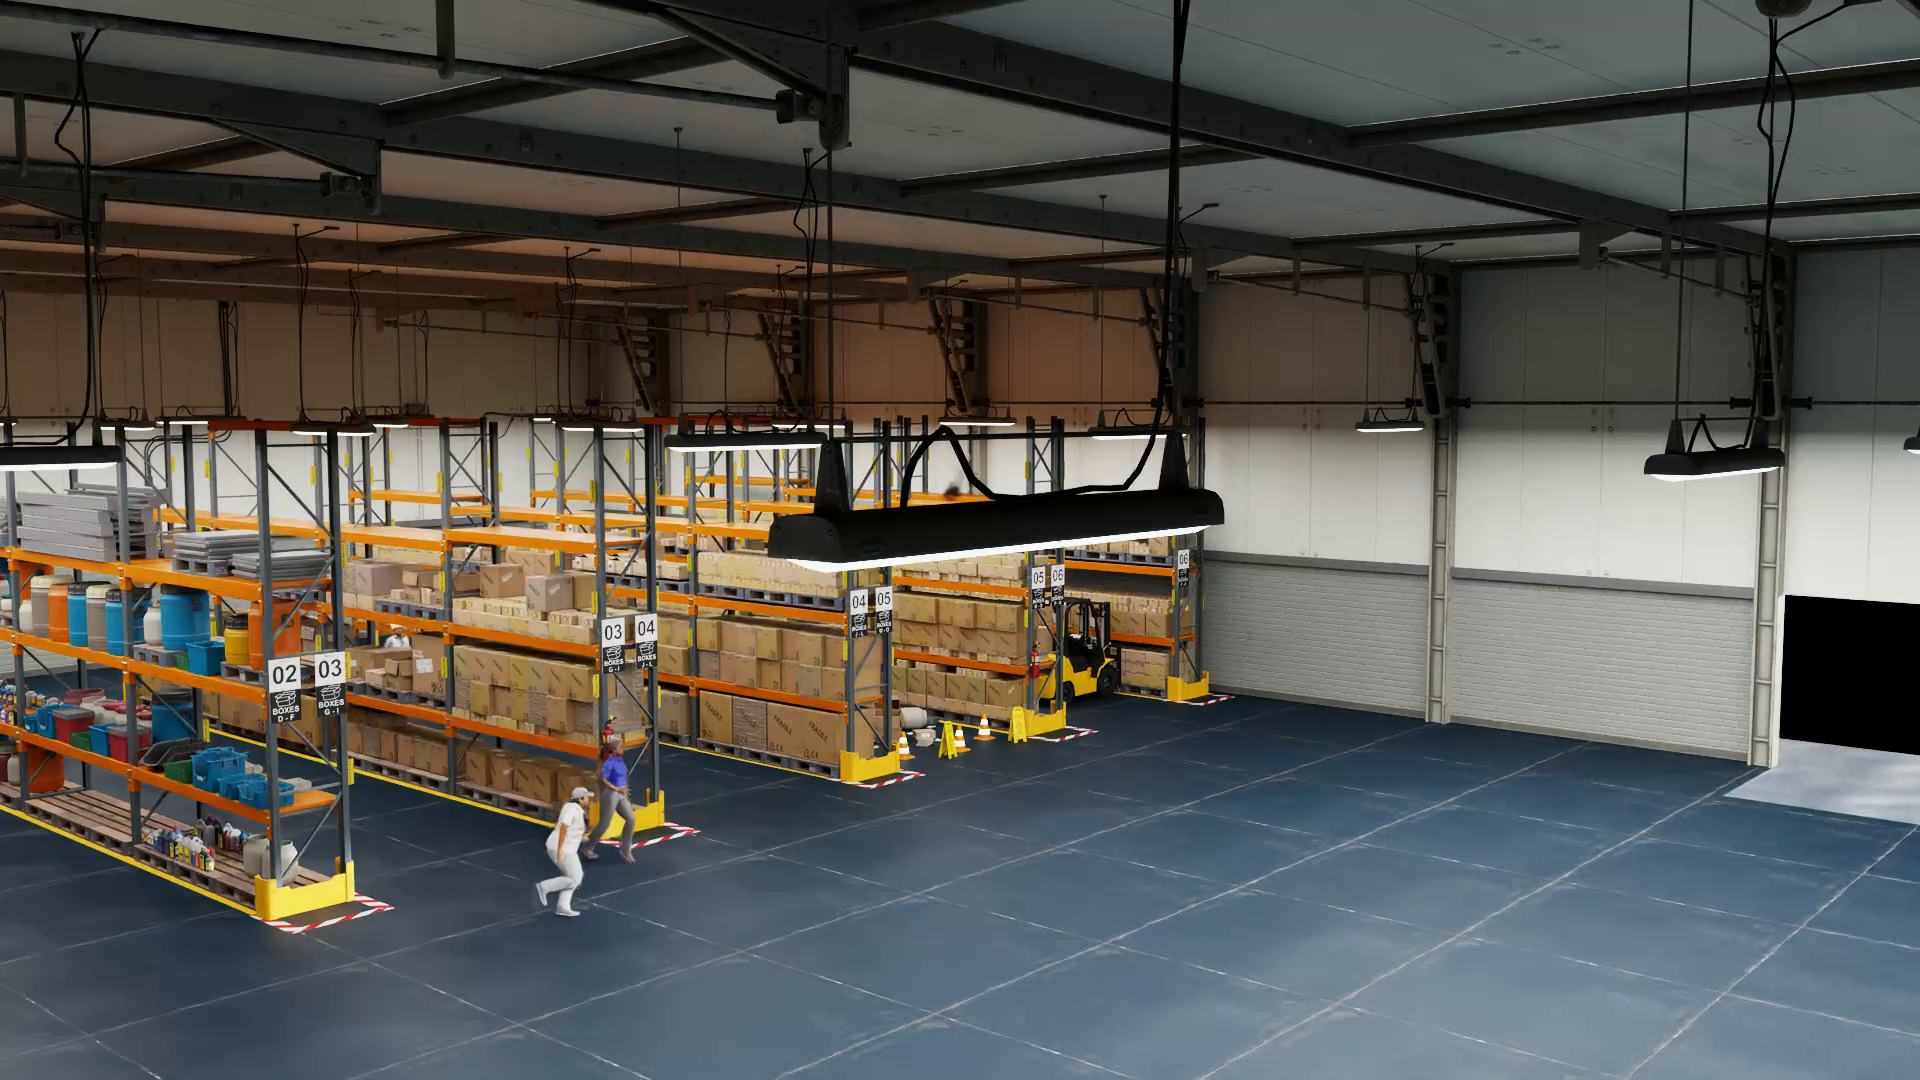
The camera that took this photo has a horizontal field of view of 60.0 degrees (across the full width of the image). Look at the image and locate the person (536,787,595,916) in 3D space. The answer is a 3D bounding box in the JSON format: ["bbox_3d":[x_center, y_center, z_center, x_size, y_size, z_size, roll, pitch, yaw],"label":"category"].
[{"bbox_3d":[-4.870,3.856,20.505,0.758,1.602,0.599,-3,5,-30],"label":"person"}]

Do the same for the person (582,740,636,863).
[{"bbox_3d":[-4.797,3.610,23.043,0.763,1.679,0.665,2,5,19],"label":"person"}]

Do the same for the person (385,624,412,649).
[{"bbox_3d":[-11.586,2.578,34.462,0.662,1.774,0.962,-4,6,-43],"label":"person"}]

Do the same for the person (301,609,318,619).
[{"bbox_3d":[-14.642,2.351,37.140,0.768,1.798,0.924,-1,5,-12],"label":"person"}]
